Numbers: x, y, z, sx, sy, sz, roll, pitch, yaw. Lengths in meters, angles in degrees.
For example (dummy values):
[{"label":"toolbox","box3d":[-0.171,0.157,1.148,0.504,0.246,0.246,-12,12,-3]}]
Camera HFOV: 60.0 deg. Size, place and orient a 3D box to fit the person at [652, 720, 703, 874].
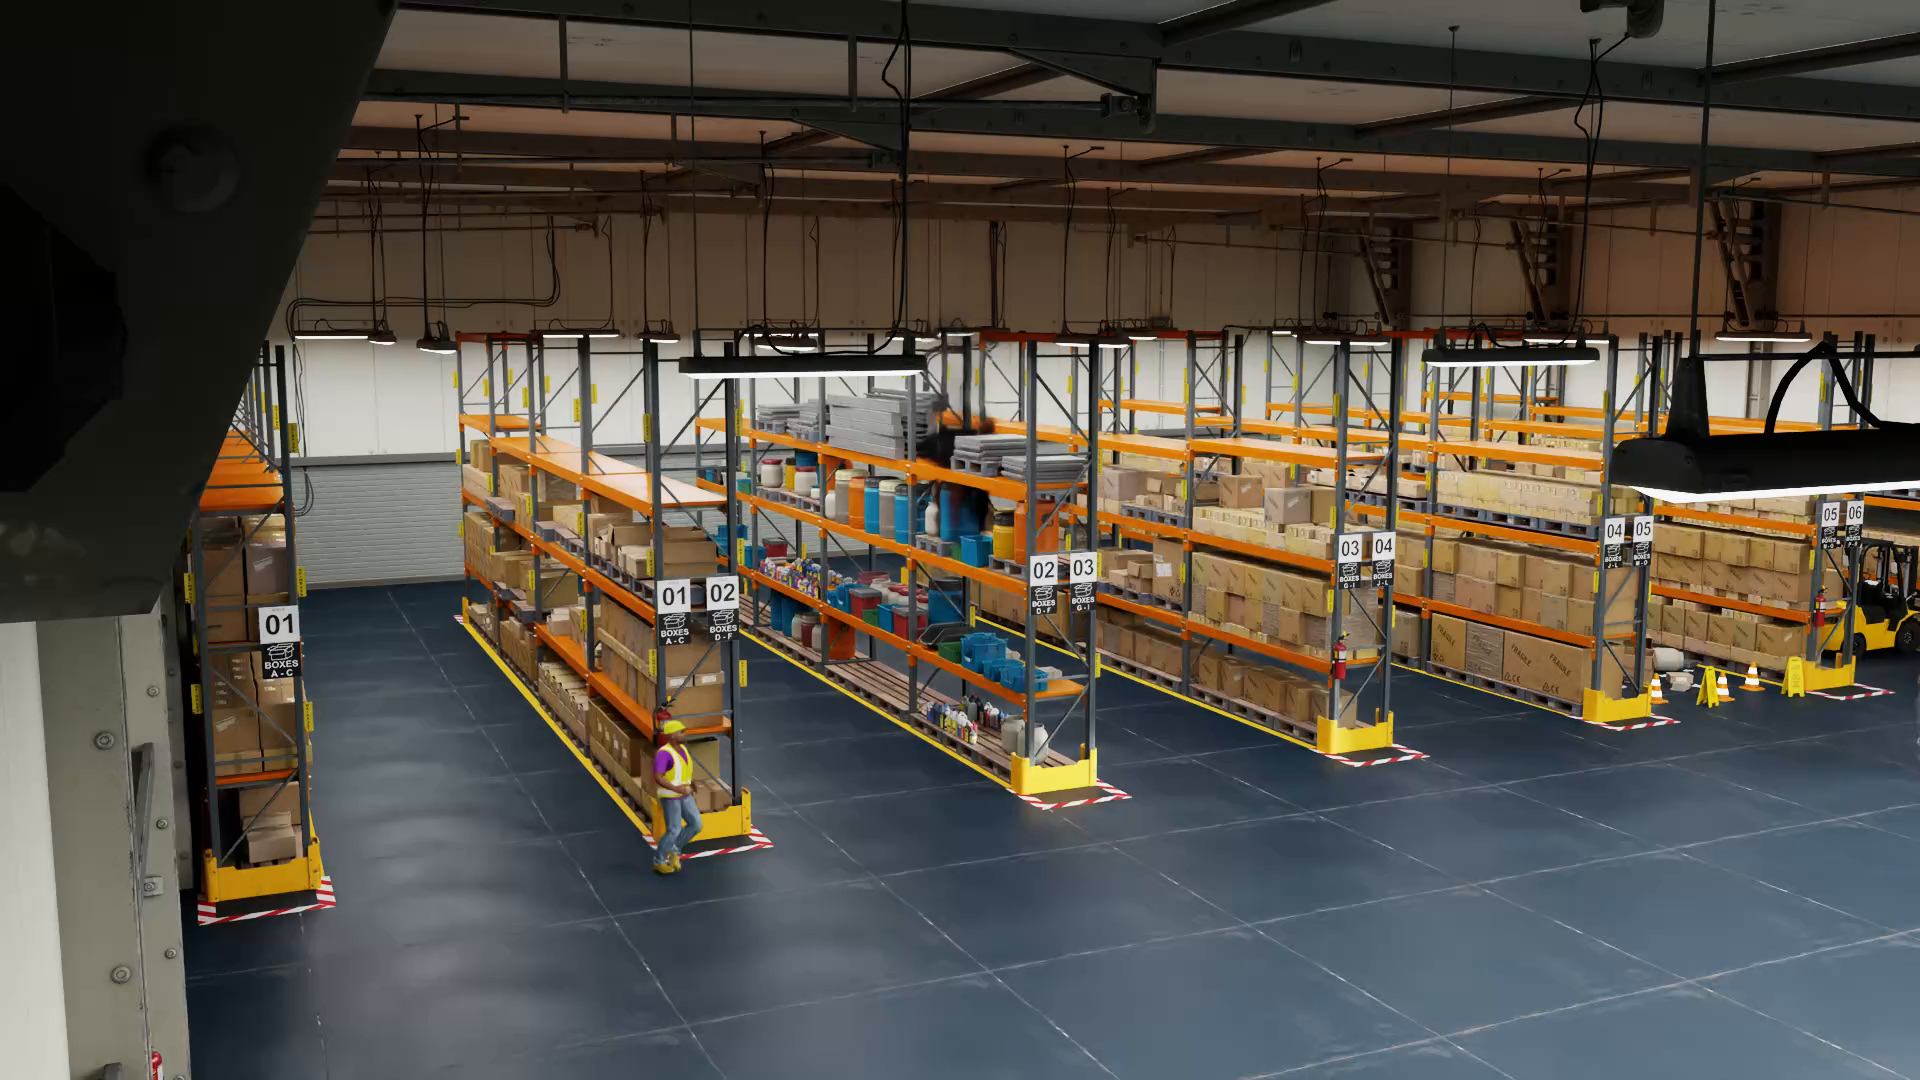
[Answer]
[{"label":"person","box3d":[-3.212,2.920,19.011,0.565,1.718,0.776,3,8,22]}]
